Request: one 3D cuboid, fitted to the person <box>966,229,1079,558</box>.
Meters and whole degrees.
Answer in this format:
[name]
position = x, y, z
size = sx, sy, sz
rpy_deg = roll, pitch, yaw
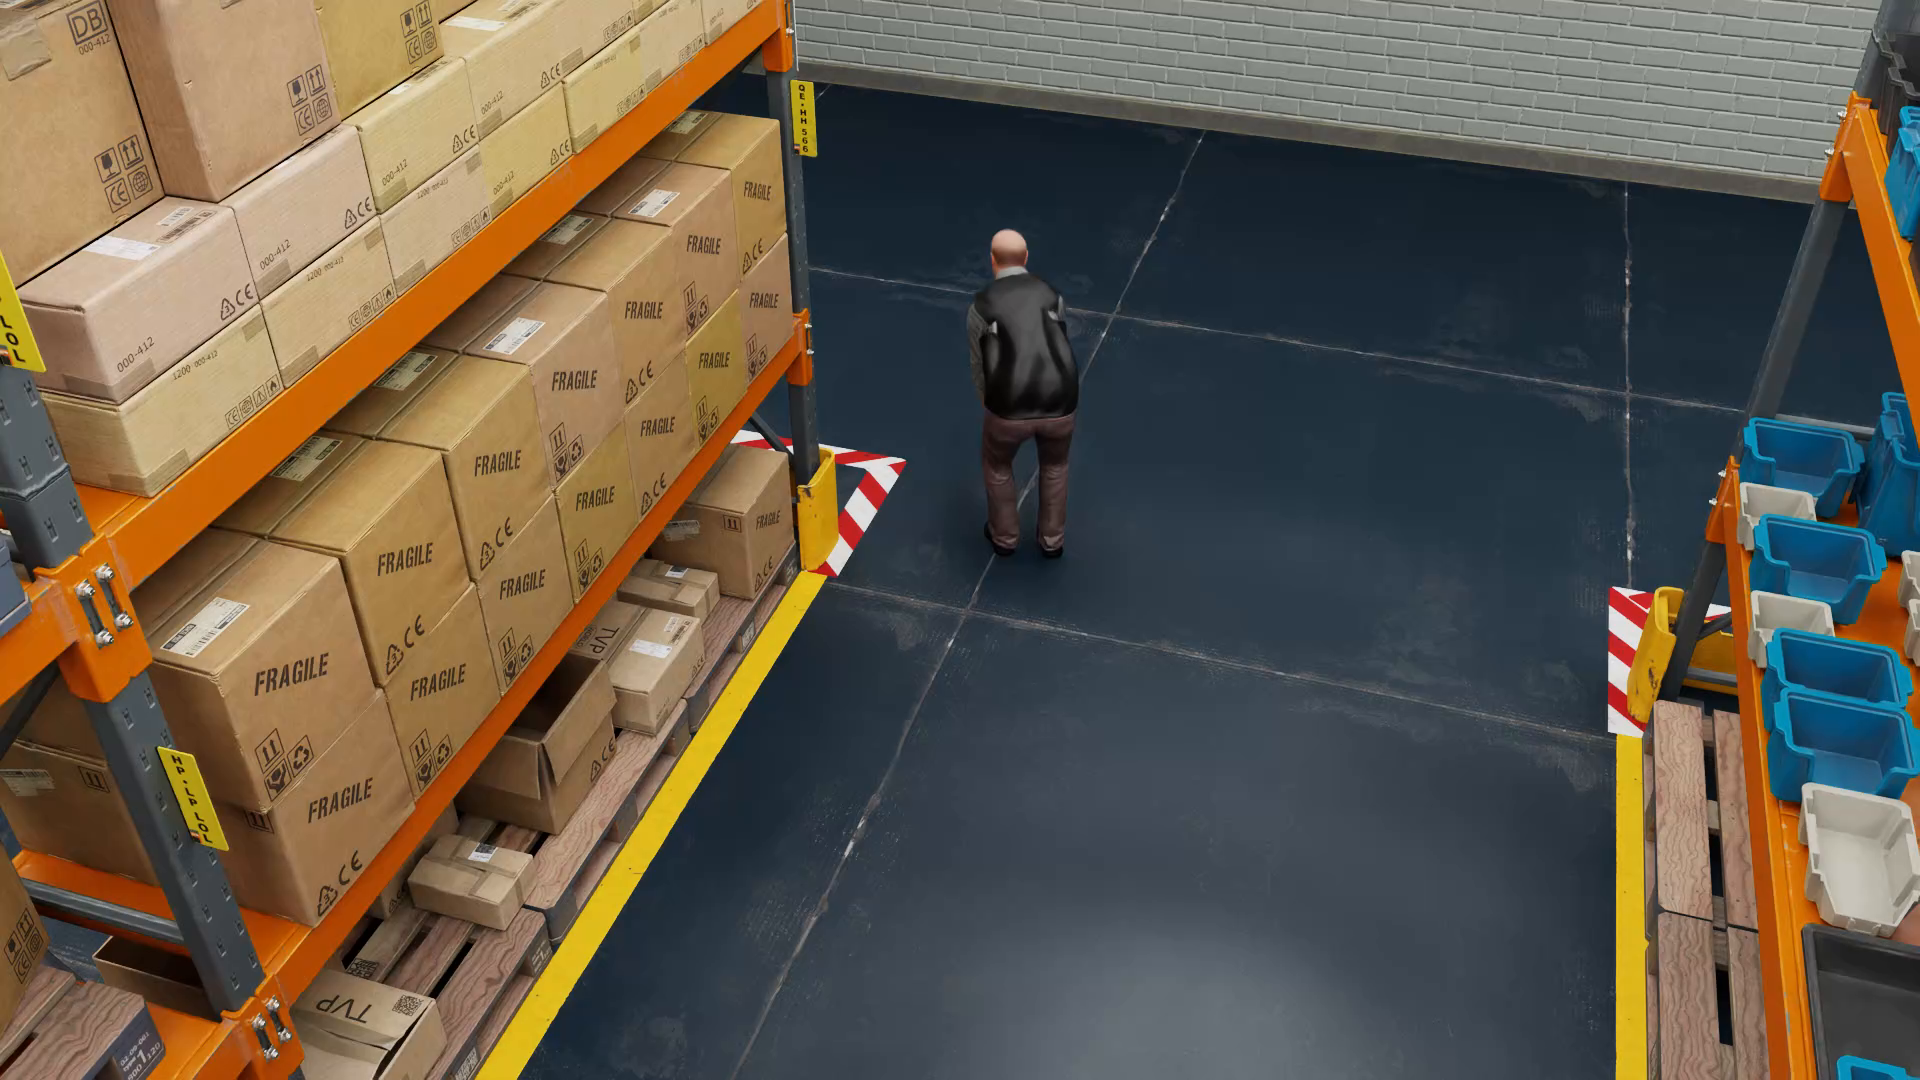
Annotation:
[person]
position = 0.283, -0.662, 7.963
size = 0.476, 1.529, 0.751
rpy_deg = -6, 37, -8
